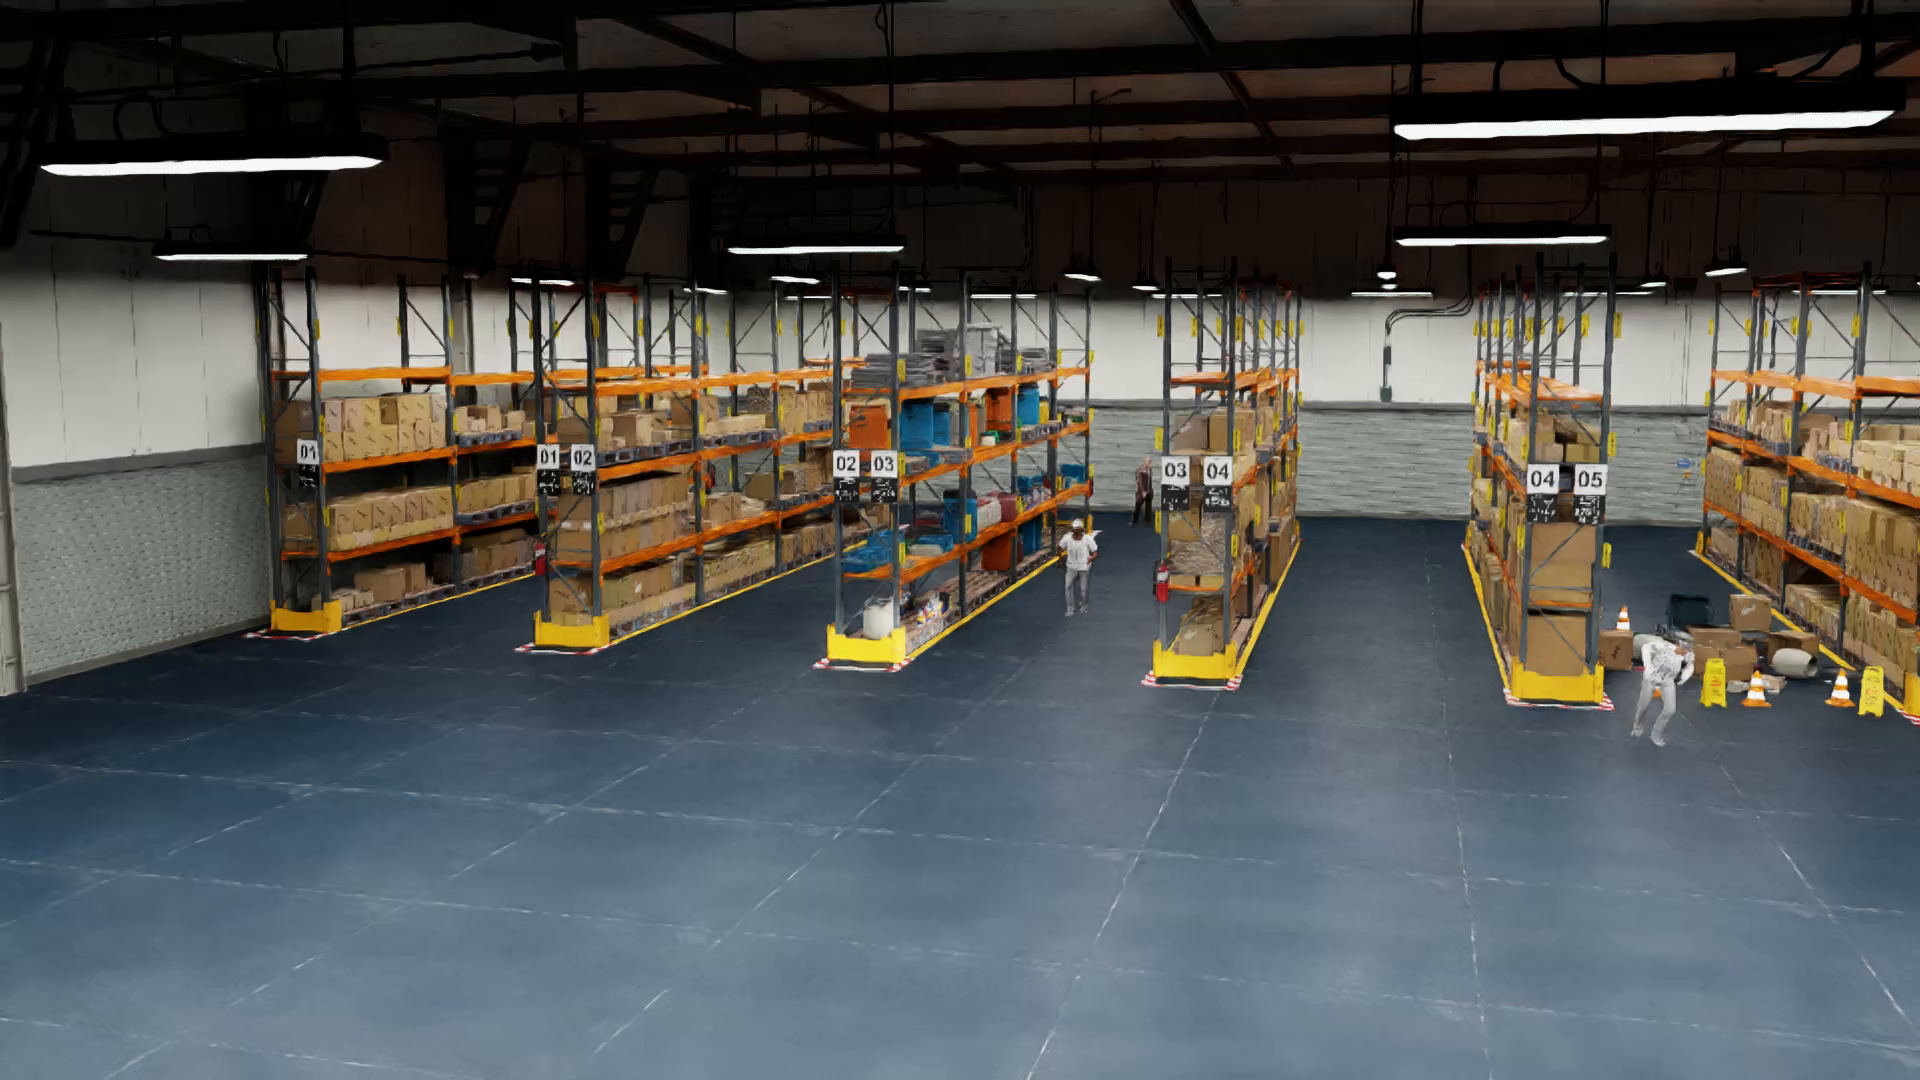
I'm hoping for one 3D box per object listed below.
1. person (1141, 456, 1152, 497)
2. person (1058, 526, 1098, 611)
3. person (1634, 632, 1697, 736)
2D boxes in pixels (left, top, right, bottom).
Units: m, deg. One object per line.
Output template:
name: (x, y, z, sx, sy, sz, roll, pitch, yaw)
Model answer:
person: (4.710, -1.594, 42.159, 0.583, 1.048, 0.405, -5, 9, -36)
person: (2.054, 0.454, 29.130, 0.743, 1.602, 0.834, 1, 7, 10)
person: (8.588, 1.732, 20.183, 0.573, 1.343, 0.892, 1, 7, 8)
